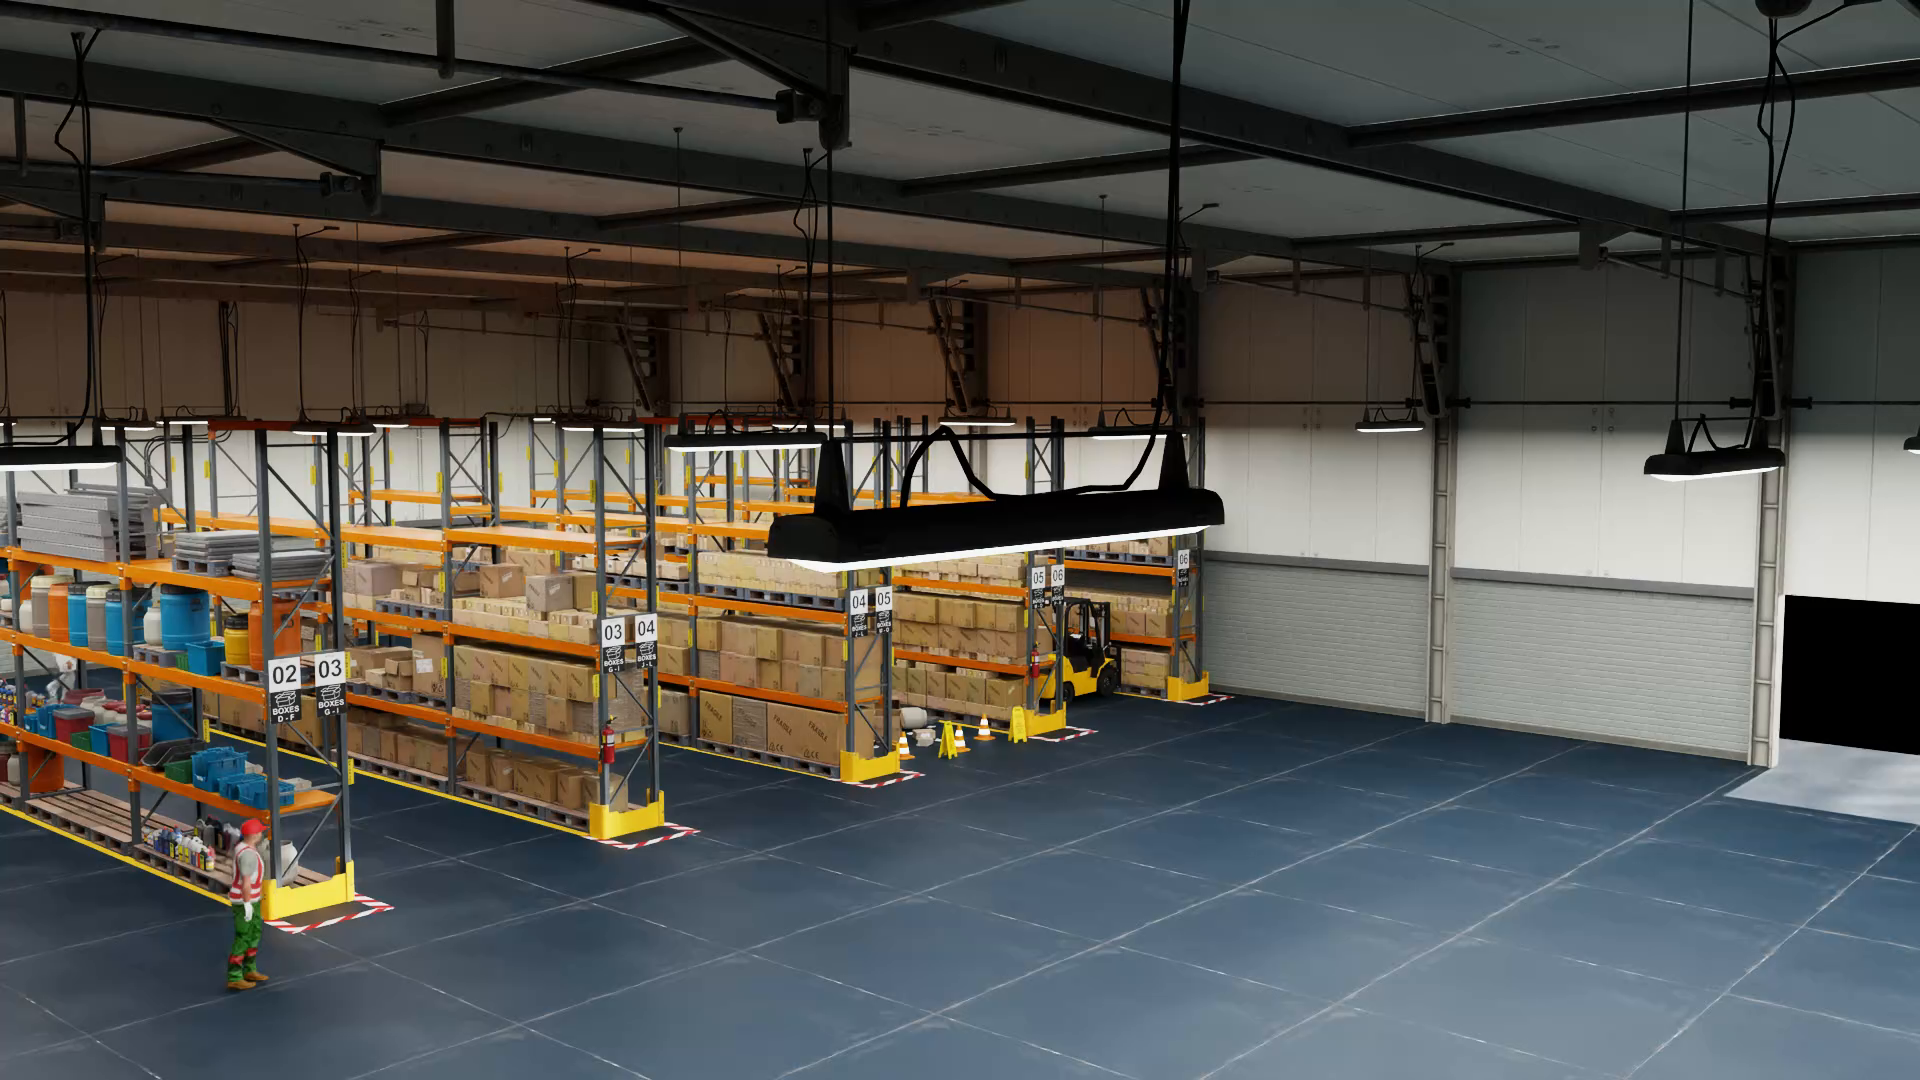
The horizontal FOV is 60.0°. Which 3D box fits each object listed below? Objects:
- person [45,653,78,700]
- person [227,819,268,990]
[{"bbox_3d":[-18.893,2.529,34.988,0.678,1.760,0.614,5,7,44],"label":"person"},{"bbox_3d":[-7.755,3.932,18.103,0.432,1.788,0.655,-1,5,-17],"label":"person"}]
